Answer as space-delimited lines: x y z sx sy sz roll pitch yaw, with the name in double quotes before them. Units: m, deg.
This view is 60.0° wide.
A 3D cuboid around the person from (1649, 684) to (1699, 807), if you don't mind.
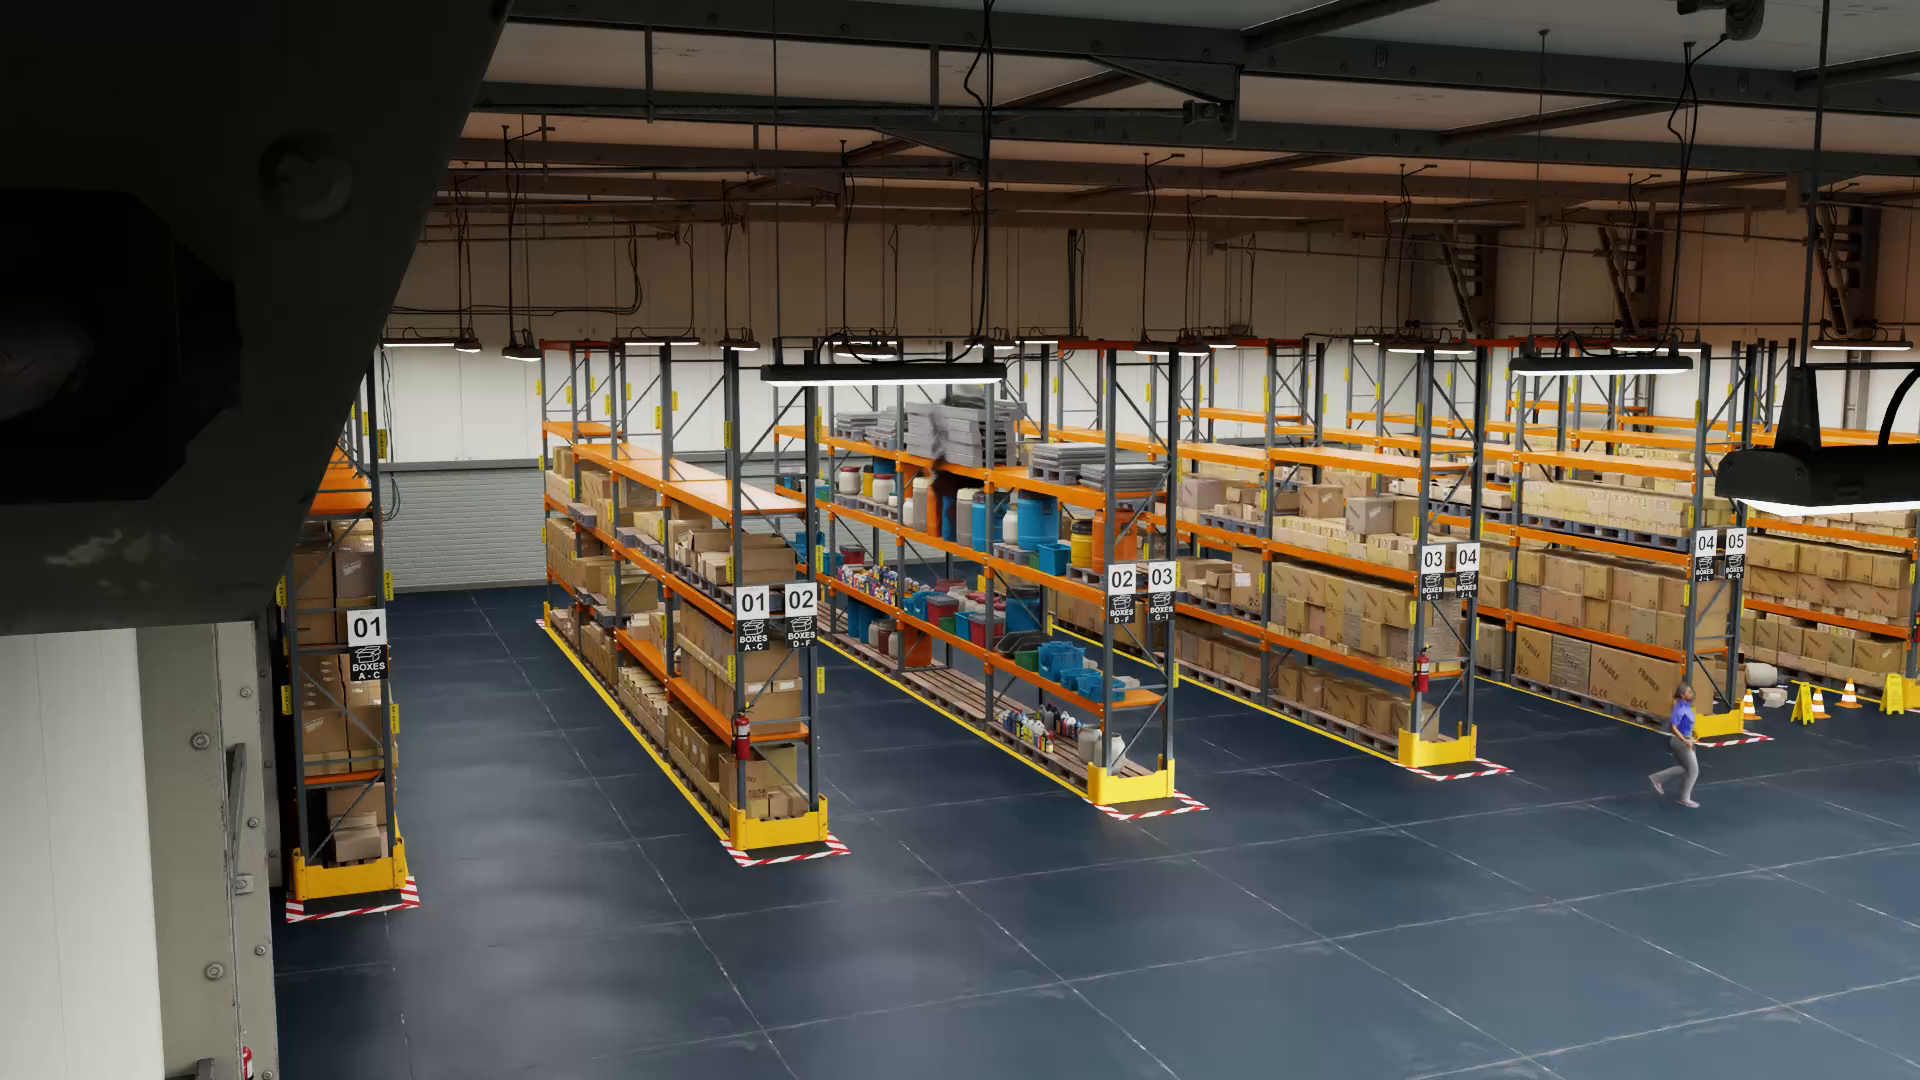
"person" 9.455 2.695 21.941 0.635 1.638 0.576 3 8 22
